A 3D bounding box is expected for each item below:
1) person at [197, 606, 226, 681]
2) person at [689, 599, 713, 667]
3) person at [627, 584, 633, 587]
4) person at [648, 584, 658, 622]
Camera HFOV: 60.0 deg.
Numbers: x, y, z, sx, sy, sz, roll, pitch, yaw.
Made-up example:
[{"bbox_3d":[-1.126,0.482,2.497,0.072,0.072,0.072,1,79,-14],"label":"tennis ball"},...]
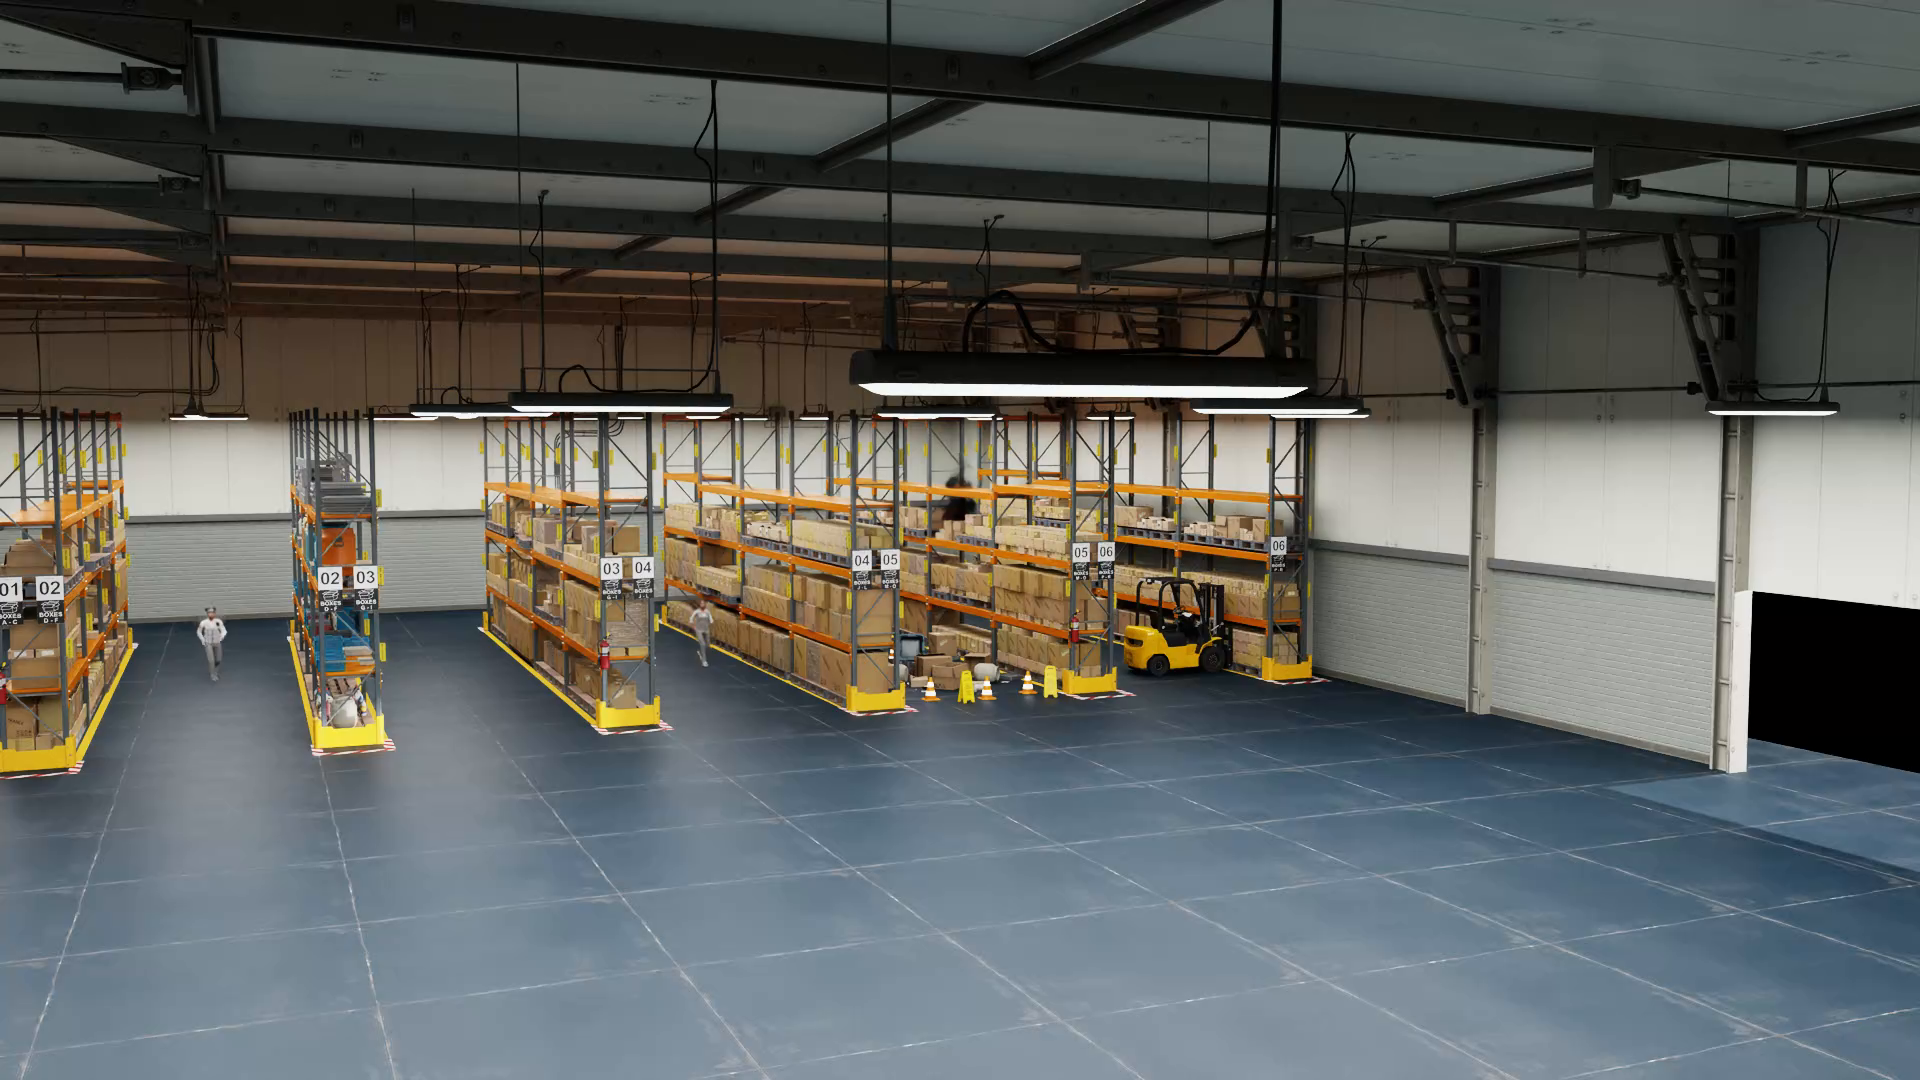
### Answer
[{"bbox_3d":[-16.675,2.299,37.075,0.606,1.654,0.559,-2,5,-31],"label":"person"},{"bbox_3d":[-6.112,2.182,39.356,0.547,1.564,0.767,-2,5,-28],"label":"person"},{"bbox_3d":[-9.561,1.631,47.081,0.626,1.572,0.657,-1,4,-11],"label":"person"},{"bbox_3d":[-8.446,1.709,44.692,0.641,1.816,0.912,-1,4,-17],"label":"person"}]
